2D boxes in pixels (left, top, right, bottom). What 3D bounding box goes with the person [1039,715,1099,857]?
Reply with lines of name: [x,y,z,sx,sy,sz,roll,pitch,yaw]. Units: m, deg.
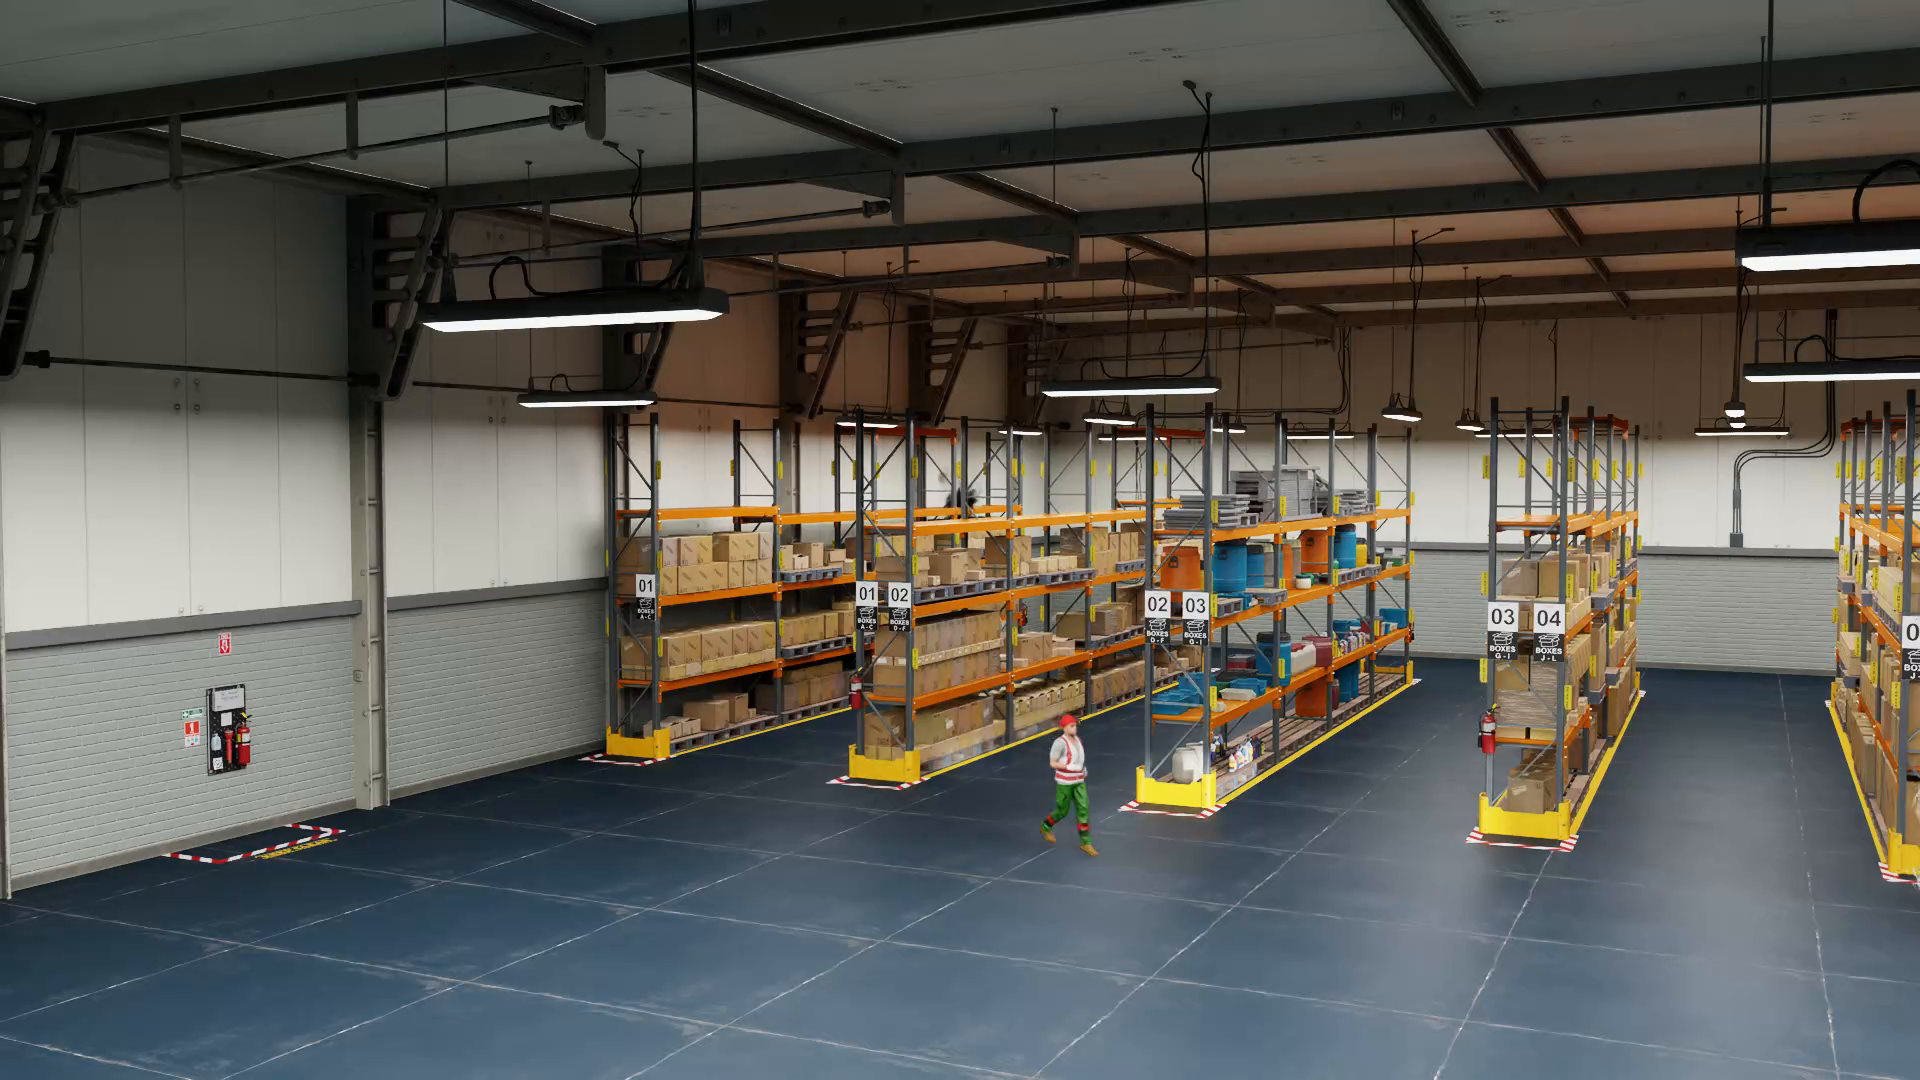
person: [1.419,3.176,21.712,0.653,1.799,0.987,-2,3,-40]
